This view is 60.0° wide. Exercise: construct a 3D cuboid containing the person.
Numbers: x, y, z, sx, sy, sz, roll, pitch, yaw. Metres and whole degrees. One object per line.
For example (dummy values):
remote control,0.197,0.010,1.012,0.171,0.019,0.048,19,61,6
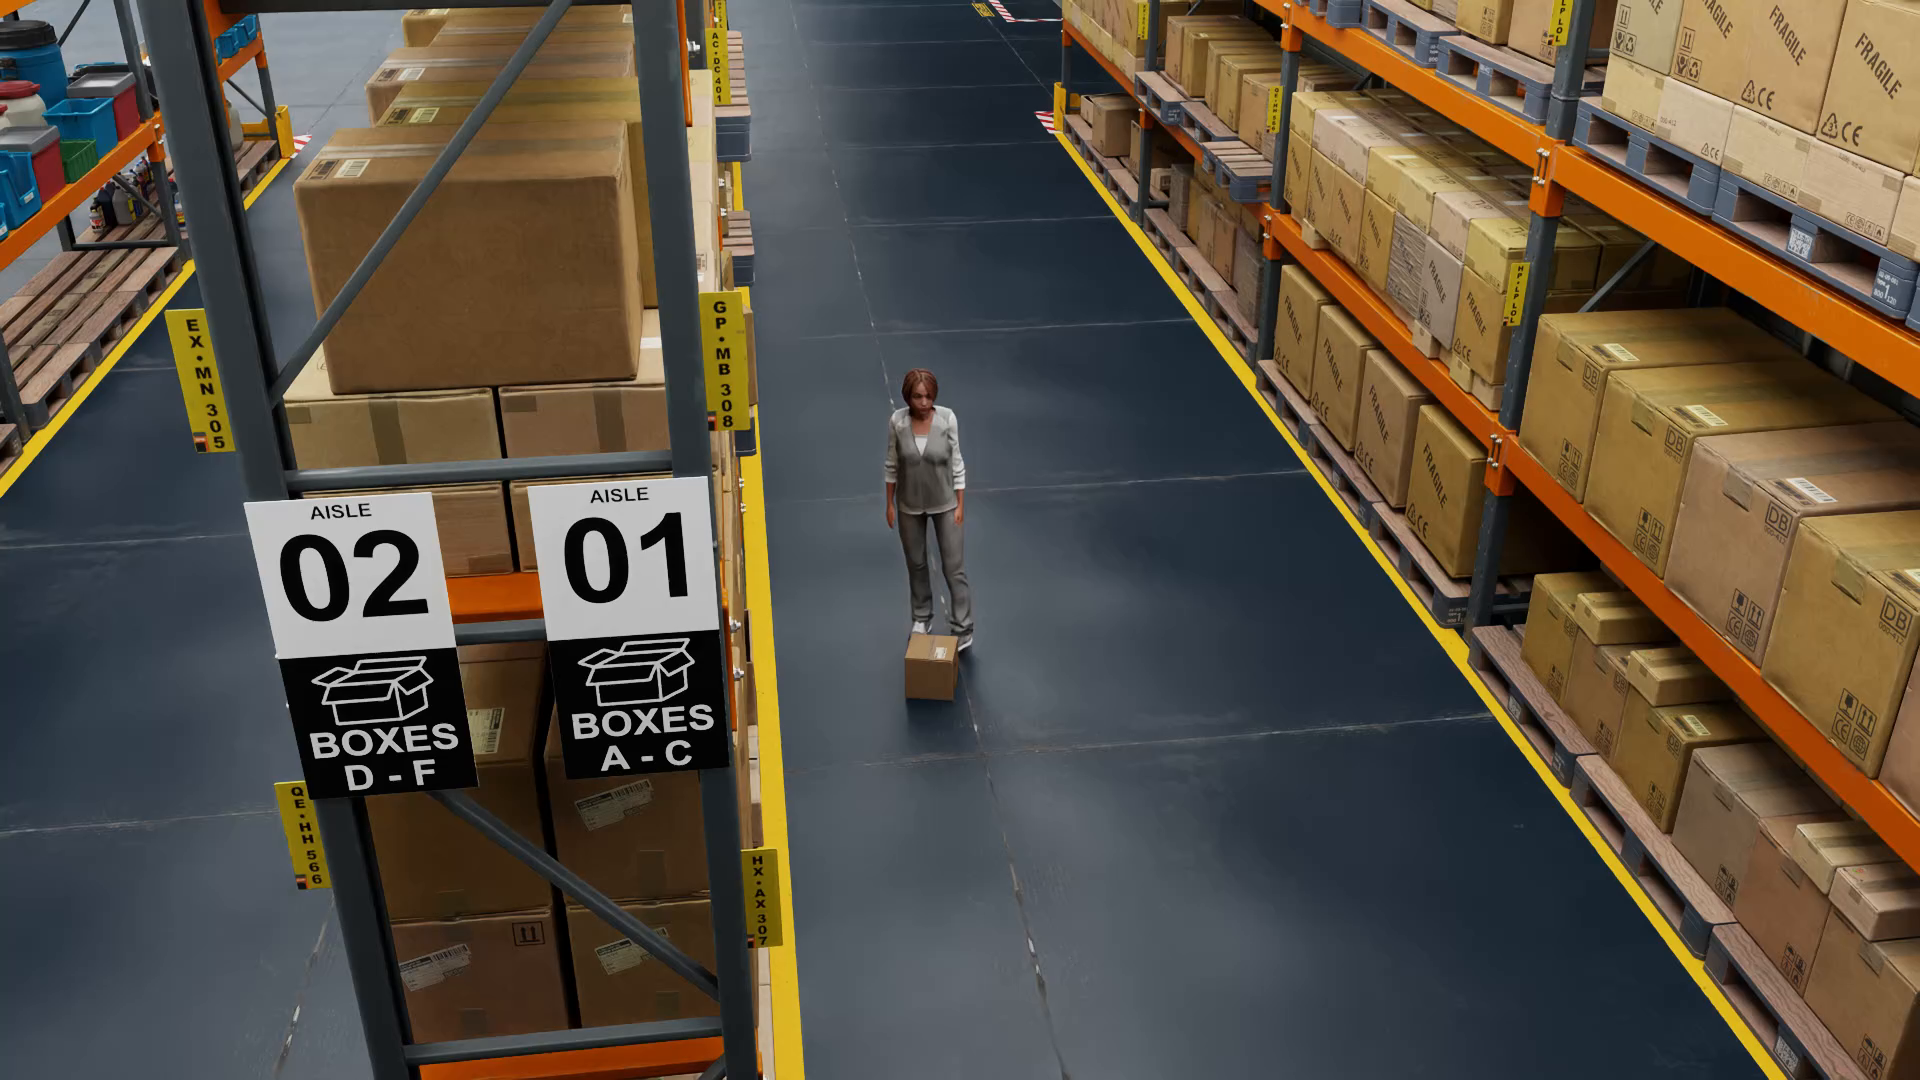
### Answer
person,-0.167,-0.148,8.890,0.490,1.608,0.425,3,28,6
